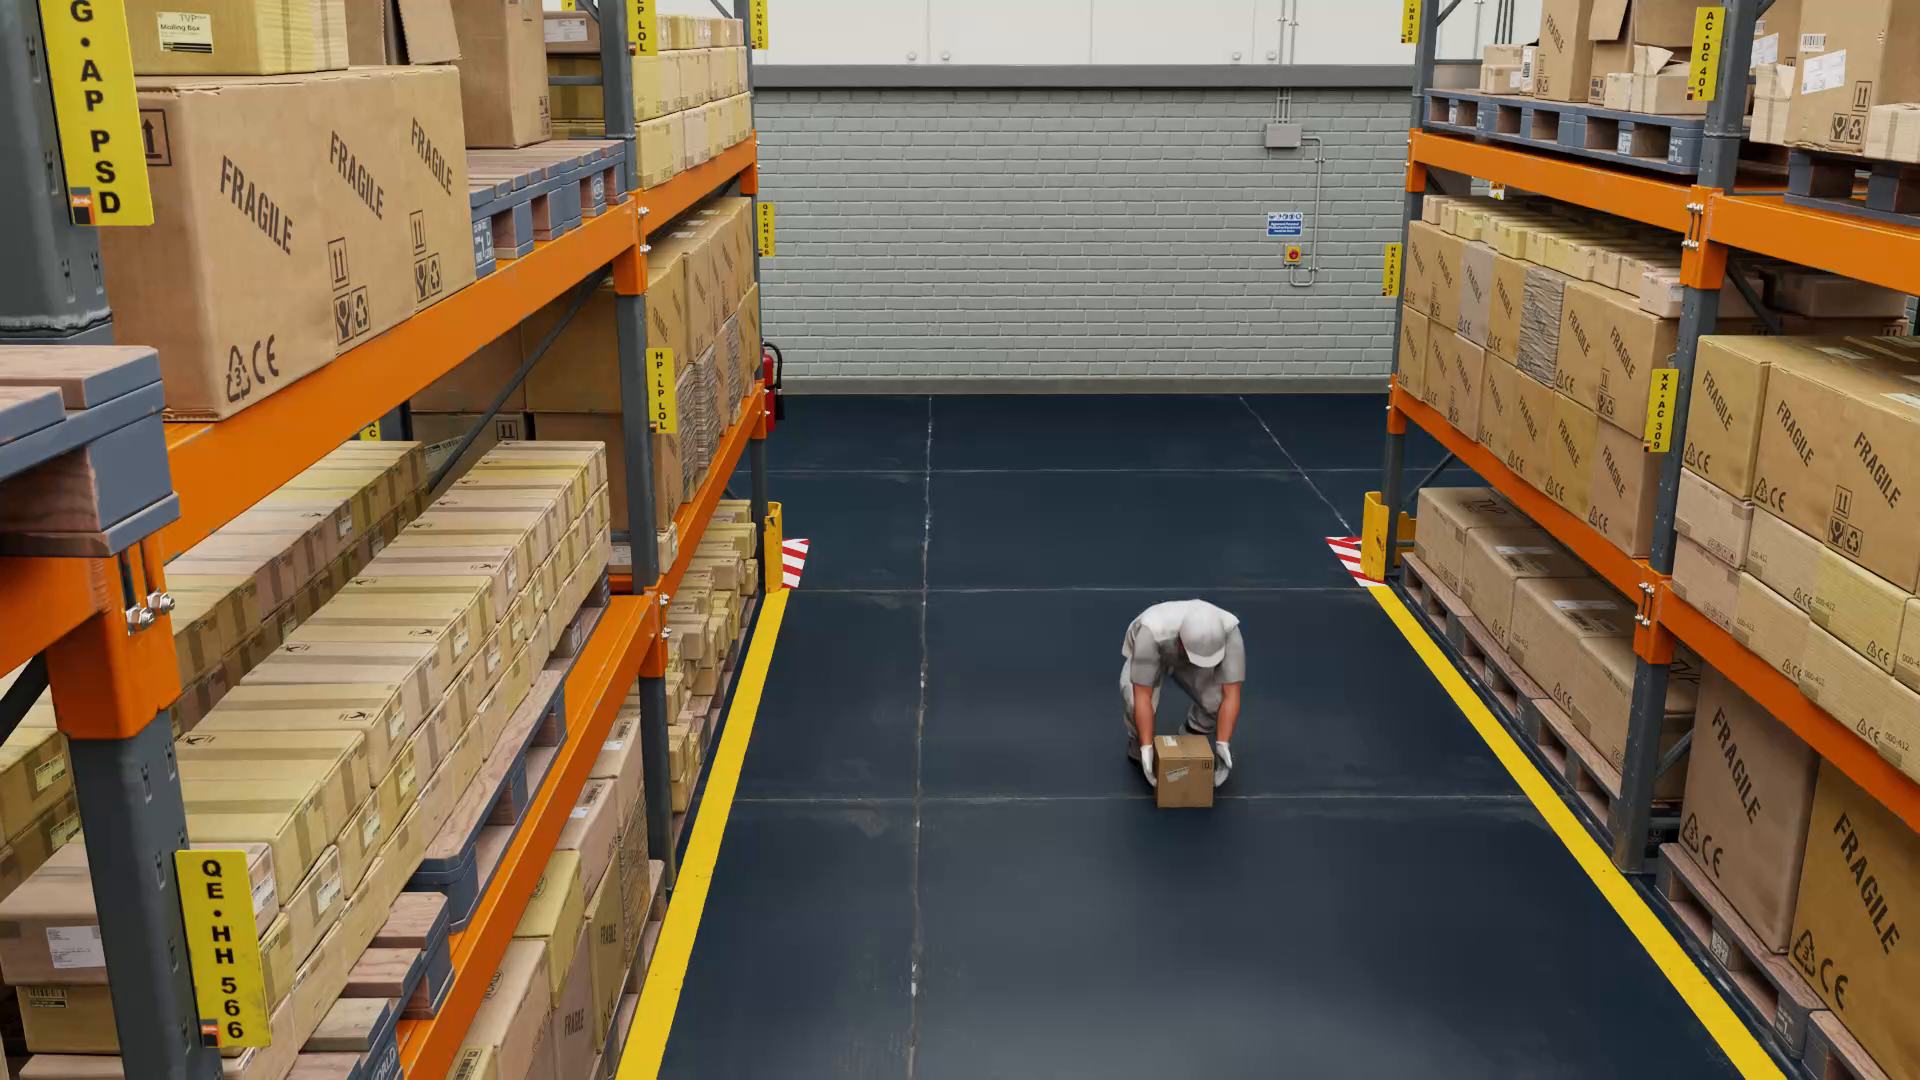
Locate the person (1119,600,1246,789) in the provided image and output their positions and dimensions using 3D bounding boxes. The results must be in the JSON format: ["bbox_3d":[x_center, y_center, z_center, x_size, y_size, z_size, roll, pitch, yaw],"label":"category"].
[{"bbox_3d":[1.044,0.646,7.883,0.570,0.920,0.886,0,17,-1],"label":"person"}]
